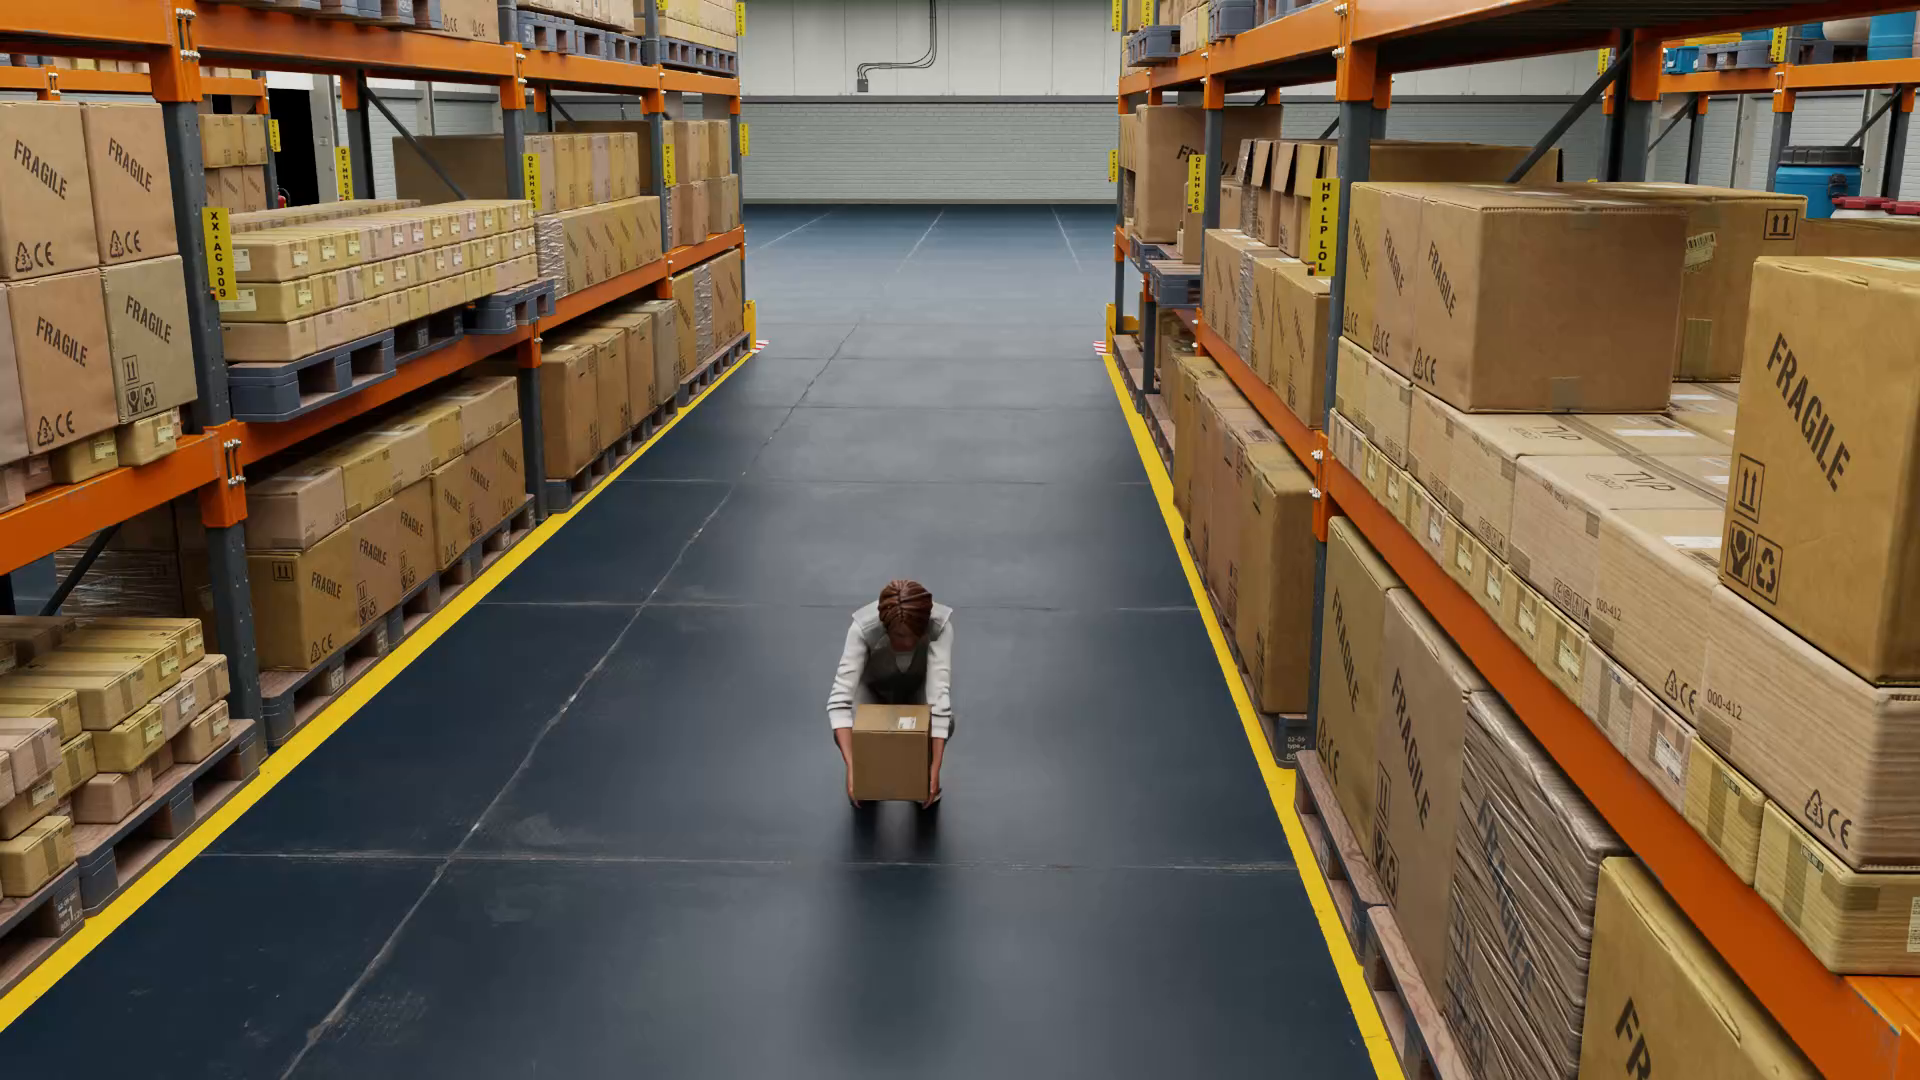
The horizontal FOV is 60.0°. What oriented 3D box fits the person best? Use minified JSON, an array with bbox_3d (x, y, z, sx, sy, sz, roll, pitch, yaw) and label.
[{"bbox_3d":[-0.235,0.522,5.904,0.440,0.899,0.796,0,14,1],"label":"person"}]
